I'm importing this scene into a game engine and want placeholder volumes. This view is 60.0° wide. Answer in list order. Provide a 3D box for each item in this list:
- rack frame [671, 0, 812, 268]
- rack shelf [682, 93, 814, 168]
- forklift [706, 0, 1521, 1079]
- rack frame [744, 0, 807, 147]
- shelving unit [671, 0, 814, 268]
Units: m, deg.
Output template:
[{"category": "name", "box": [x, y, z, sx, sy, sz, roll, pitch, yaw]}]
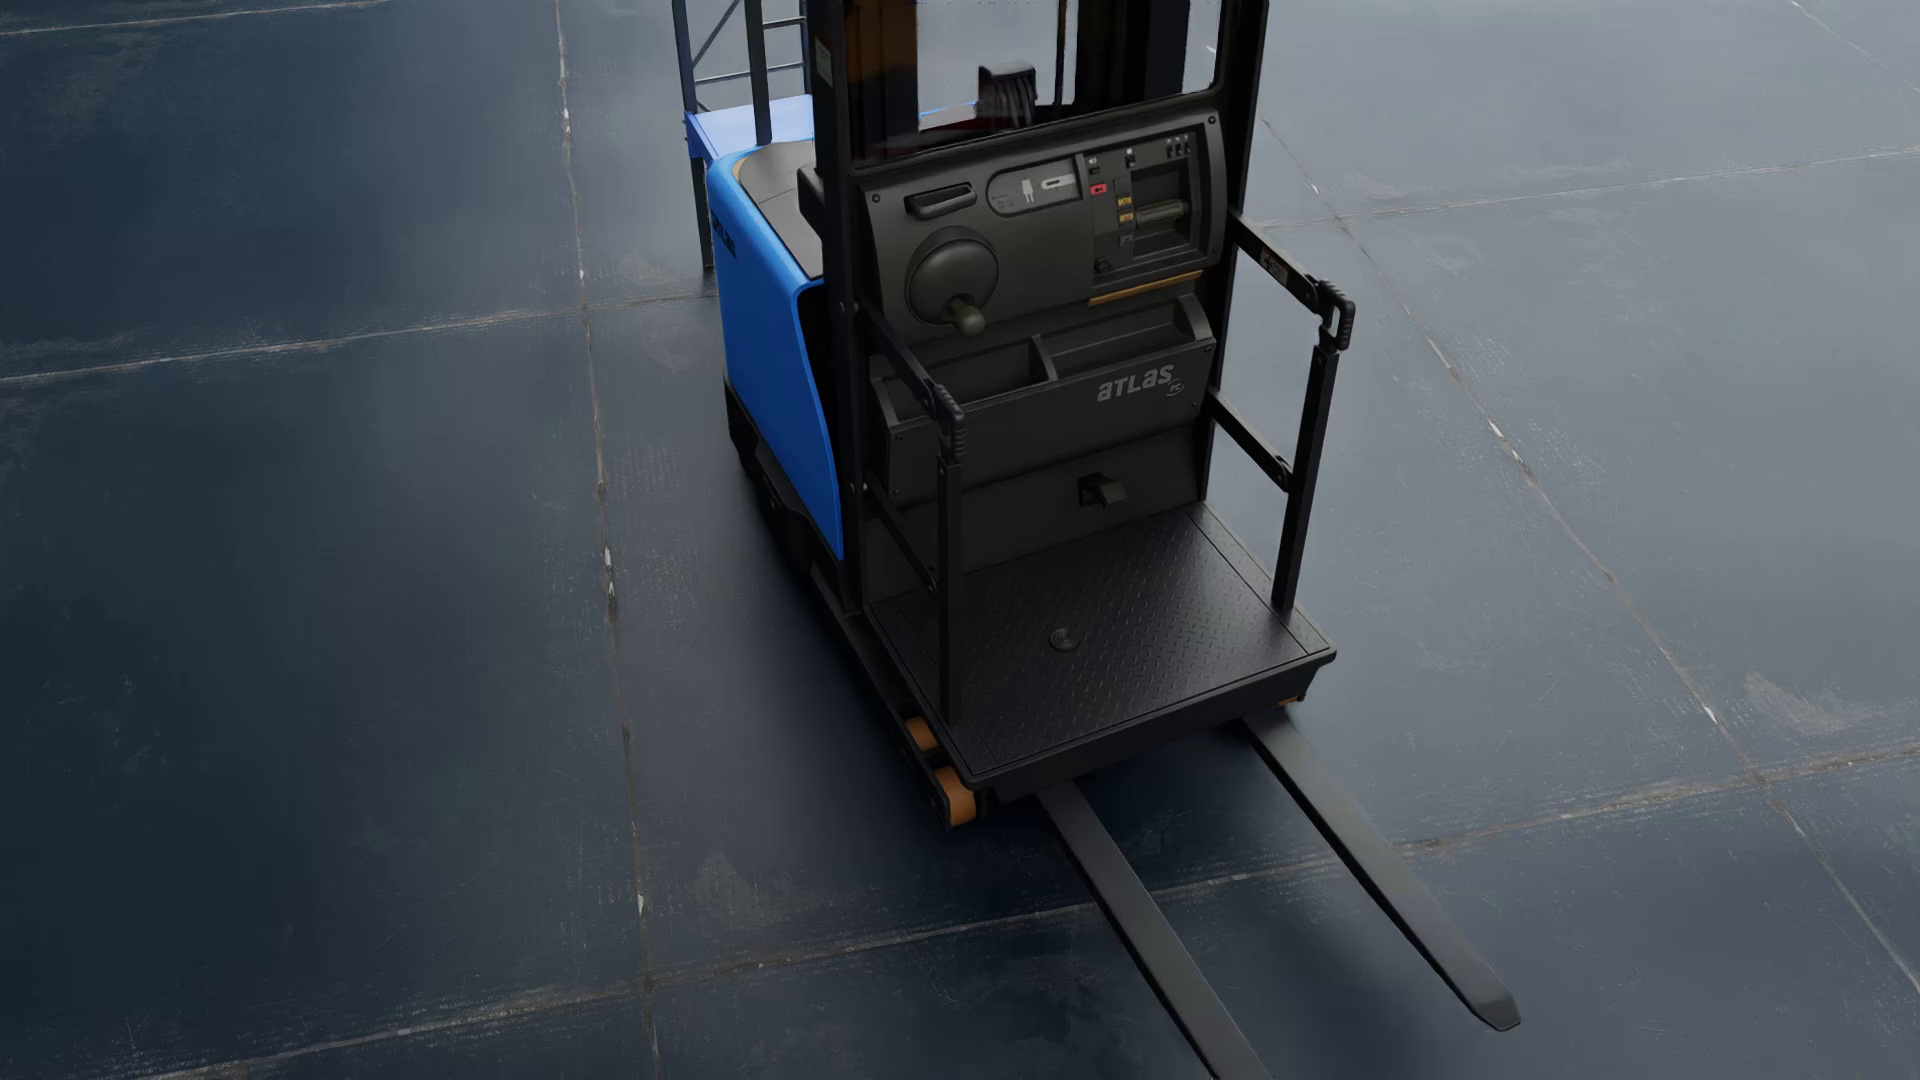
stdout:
[{"category": "rack frame", "box": [-0.762, -1.685, 6.019, 0.500, 1.500, 0.032, -15, 44, -16]}, {"category": "rack shelf", "box": [-0.573, -1.238, 5.785, 0.538, 0.185, 1.000, -15, 44, -16]}, {"category": "forklift", "box": [0.312, -0.673, 3.801, 1.130, 2.935, 3.031, -17, 44, -18]}, {"category": "rack frame", "box": [-0.383, -1.059, 5.313, 0.500, 1.500, 0.032, -15, 44, -16]}, {"category": "shelving unit", "box": [-0.573, -1.372, 5.666, 0.538, 1.500, 1.048, -15, 44, -16]}]
